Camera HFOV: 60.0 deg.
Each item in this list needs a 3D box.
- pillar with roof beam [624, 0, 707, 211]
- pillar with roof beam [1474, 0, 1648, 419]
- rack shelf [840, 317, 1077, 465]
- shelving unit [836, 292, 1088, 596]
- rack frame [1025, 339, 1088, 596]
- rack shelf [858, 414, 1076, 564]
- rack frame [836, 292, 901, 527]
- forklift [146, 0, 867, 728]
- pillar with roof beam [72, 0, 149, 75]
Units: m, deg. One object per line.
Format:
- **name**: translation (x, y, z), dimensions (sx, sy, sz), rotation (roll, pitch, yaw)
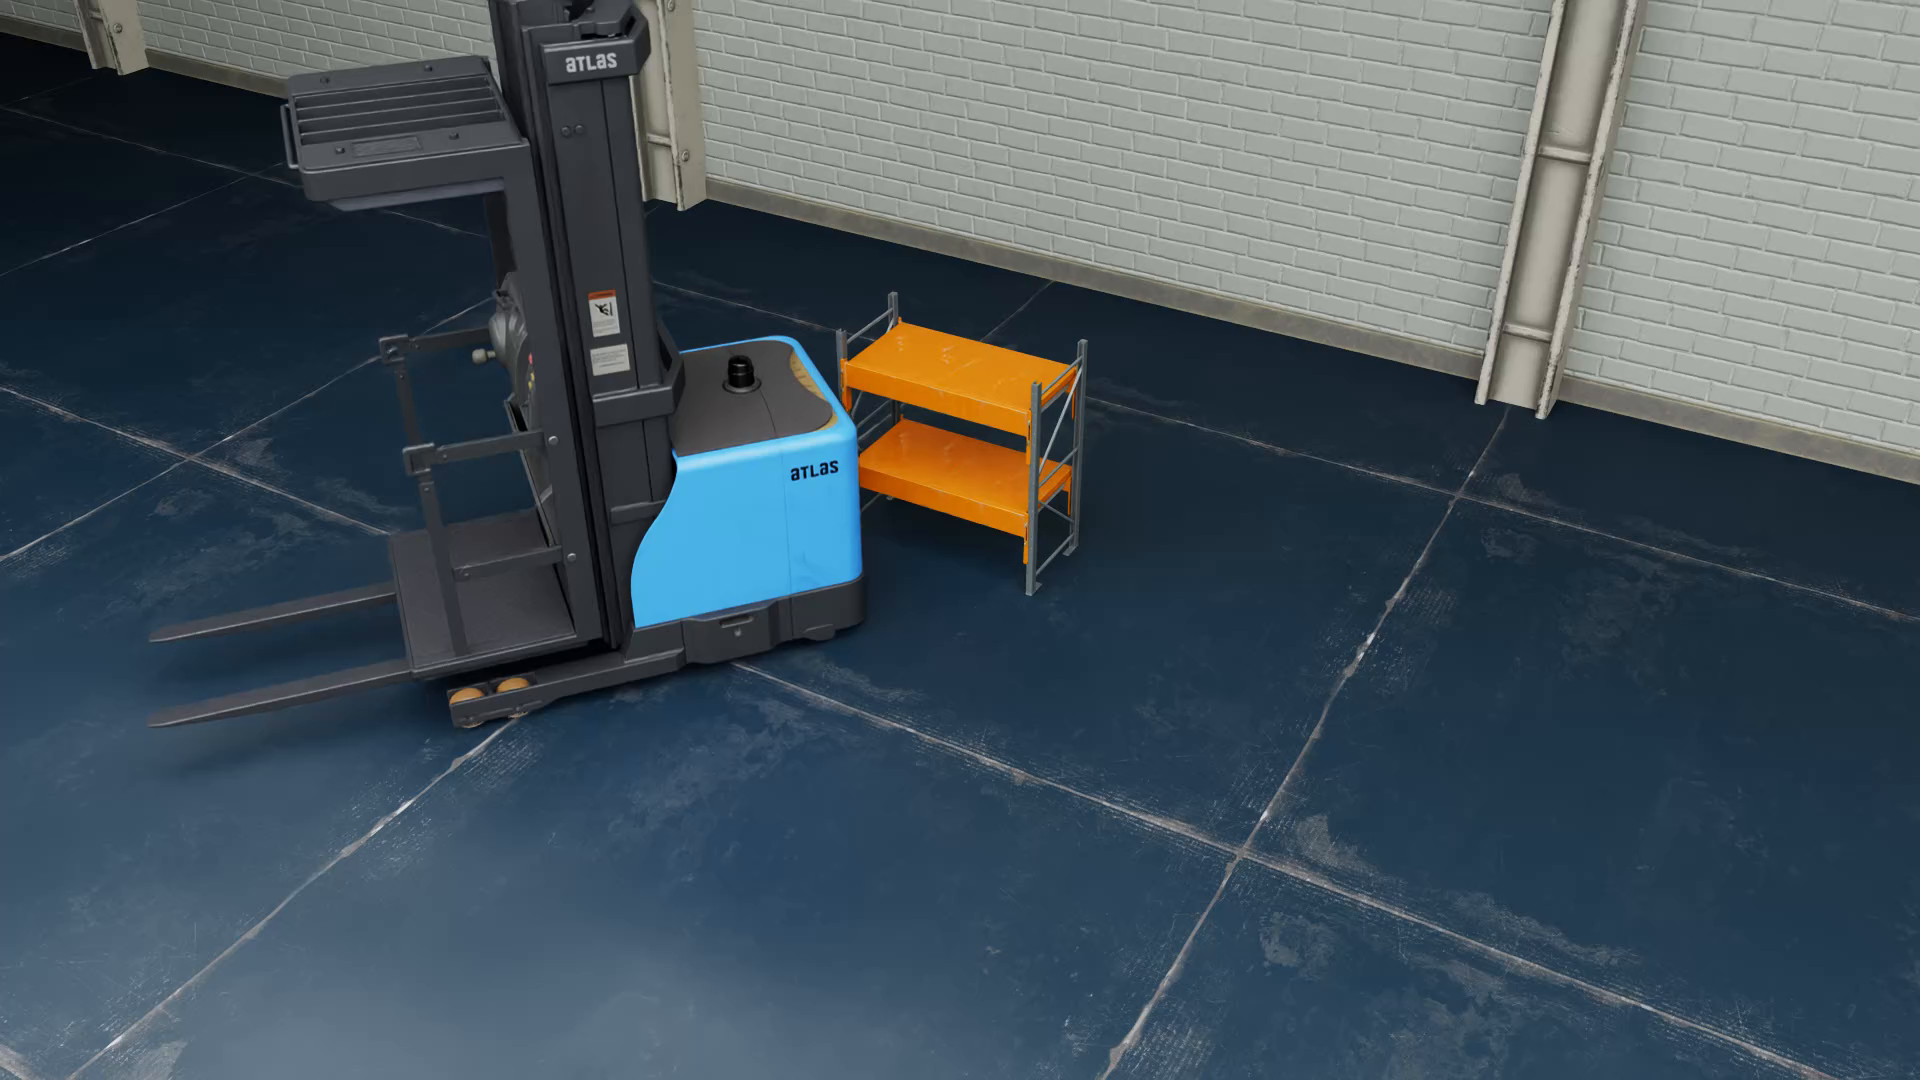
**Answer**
- **pillar with roof beam**: translation (-4.185, -4.122, 6.321), dimensions (0.400, 9.000, 9.100), rotation (18, 37, 24)
- **pillar with roof beam**: translation (1.025, -2.472, 3.843), dimensions (0.400, 9.000, 9.100), rotation (18, 37, 24)
- **rack shelf**: translation (0.006, -0.710, 7.773), dimensions (1.000, 0.278, 0.538), rotation (18, 37, 24)
- **shelving unit**: translation (0.006, -0.466, 7.935), dimensions (1.048, 1.125, 0.538), rotation (18, 37, 24)
- **rack frame**: translation (0.447, -0.327, 7.725), dimensions (0.032, 1.125, 0.500), rotation (18, 37, 24)
- **rack shelf**: translation (0.006, -0.263, 8.071), dimensions (1.000, 0.278, 0.538), rotation (18, 37, 24)
- **rack frame**: translation (-0.435, -0.606, 8.145), dimensions (0.032, 1.125, 0.500), rotation (18, 37, 24)
- **forklift**: translation (-1.996, -0.756, 6.741), dimensions (3.031, 2.935, 1.130), rotation (-12, 36, -18)
- **pillar with roof beam**: translation (-9.394, -5.772, 8.799), dimensions (0.400, 9.000, 9.100), rotation (18, 37, 24)
